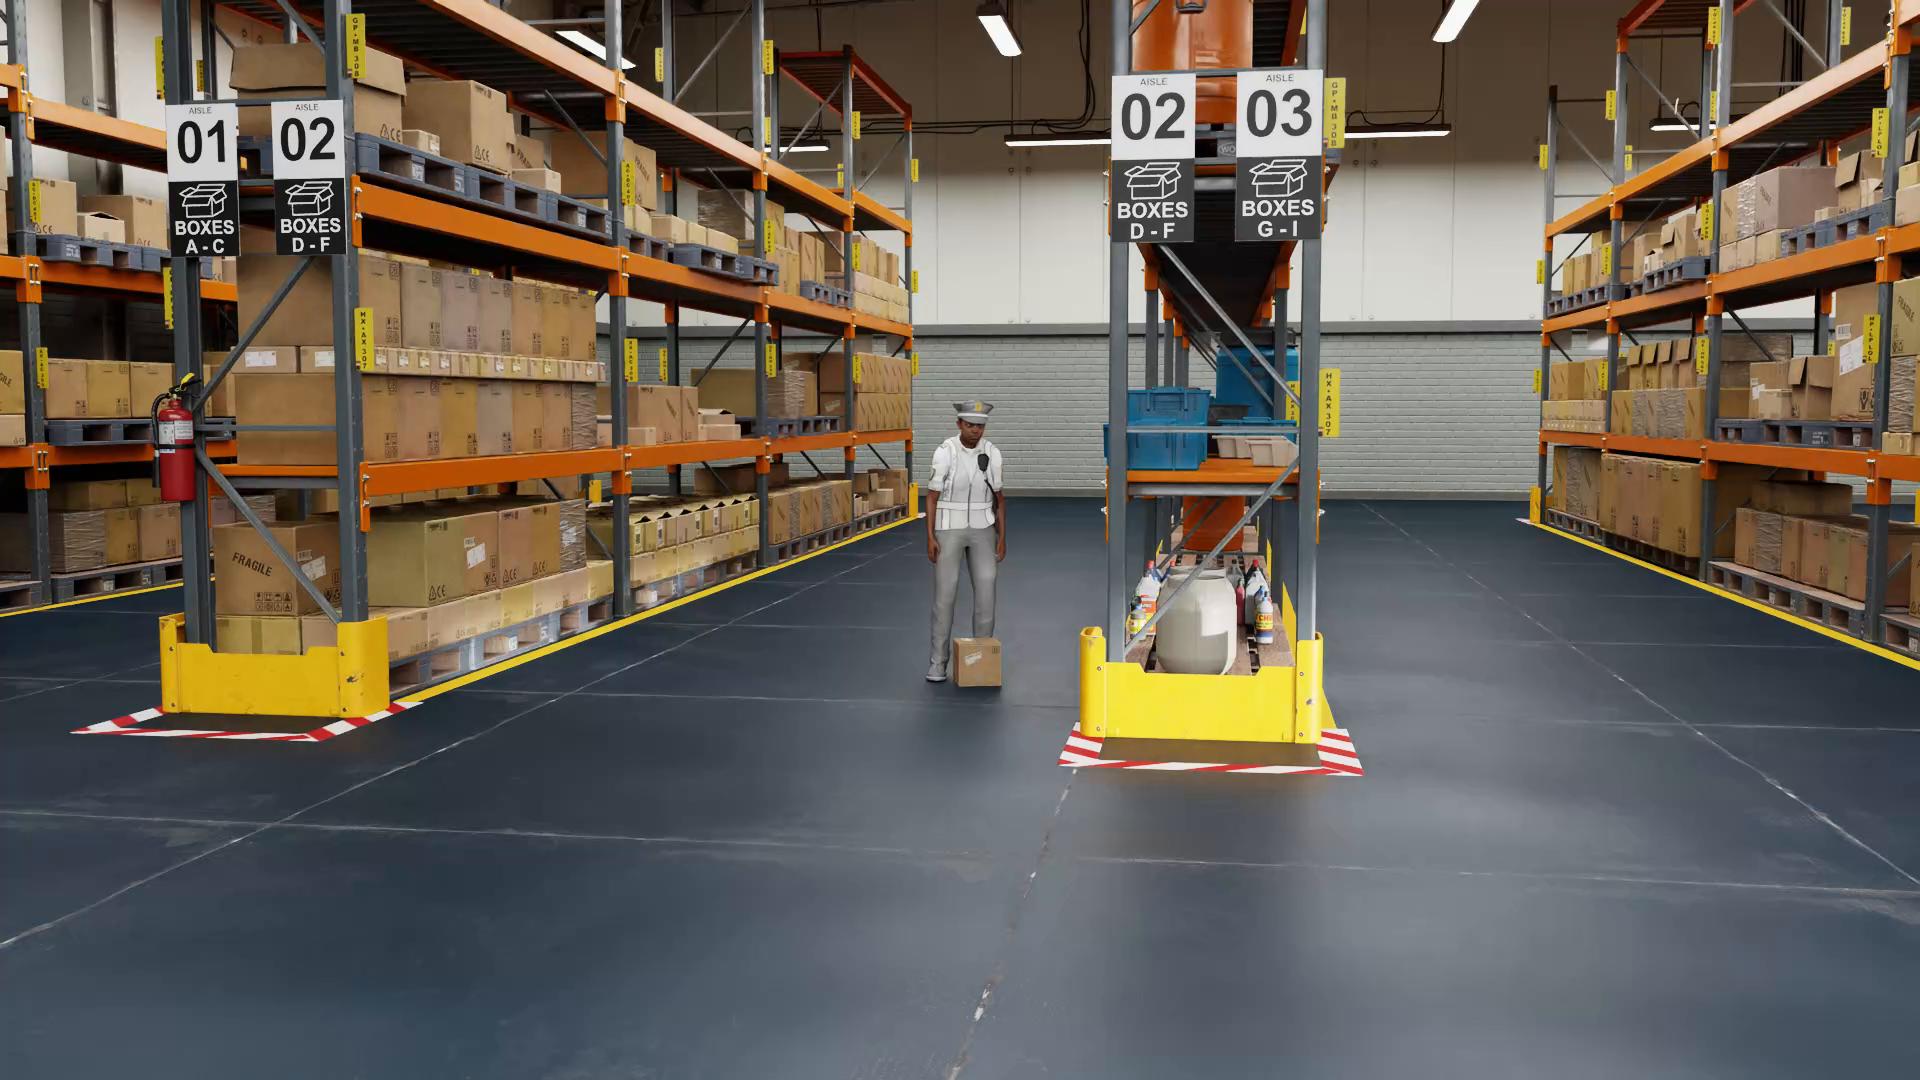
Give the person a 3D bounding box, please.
[{"bbox_3d":[0.031,-0.003,9.947,0.509,1.657,0.392,-1,5,-12],"label":"person"}]
